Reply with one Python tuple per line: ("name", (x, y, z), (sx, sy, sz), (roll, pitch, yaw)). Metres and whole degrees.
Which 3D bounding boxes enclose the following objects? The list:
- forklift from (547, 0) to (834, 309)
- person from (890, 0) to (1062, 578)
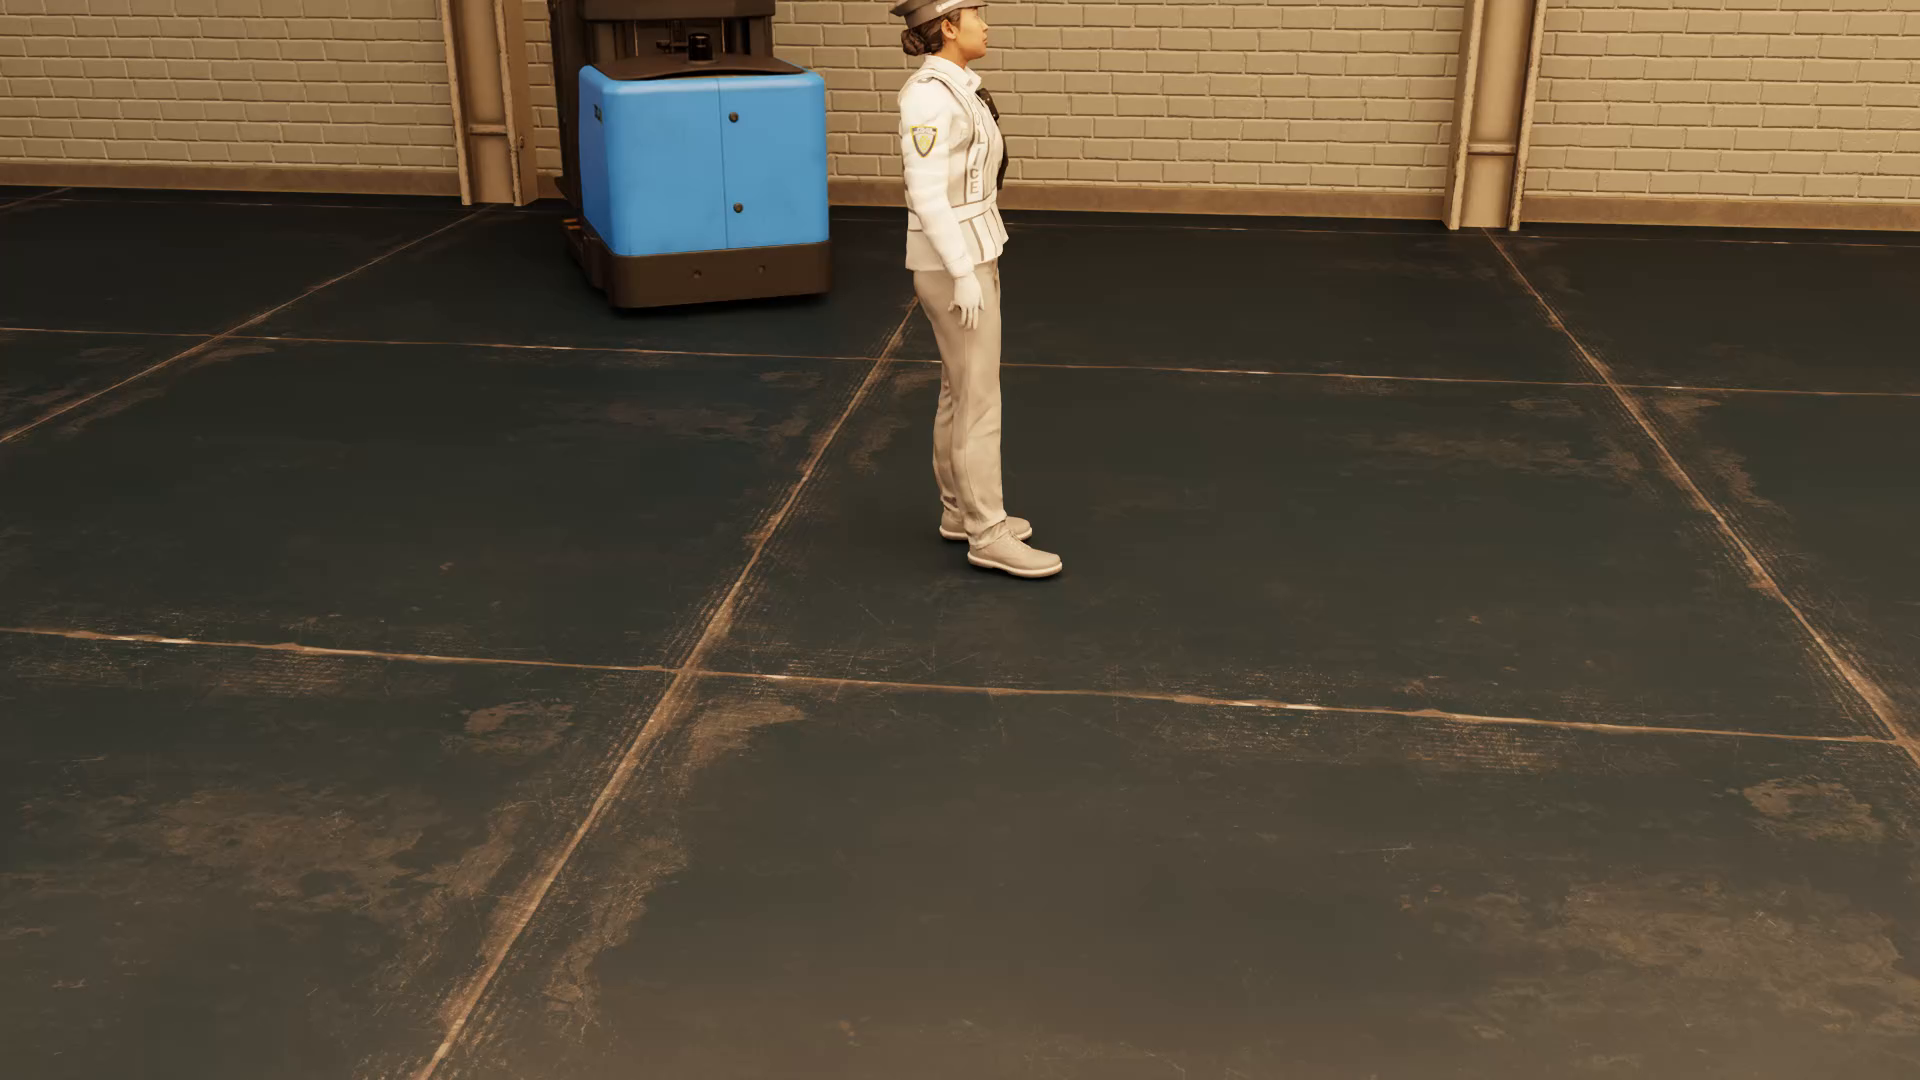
("forklift", (-1.581, -2.941, 8.558), (1.130, 2.935, 3.031), (-8, 23, -18))
("person", (0.066, -0.787, 4.844), (0.534, 1.696, 0.587), (3, 22, 7))
